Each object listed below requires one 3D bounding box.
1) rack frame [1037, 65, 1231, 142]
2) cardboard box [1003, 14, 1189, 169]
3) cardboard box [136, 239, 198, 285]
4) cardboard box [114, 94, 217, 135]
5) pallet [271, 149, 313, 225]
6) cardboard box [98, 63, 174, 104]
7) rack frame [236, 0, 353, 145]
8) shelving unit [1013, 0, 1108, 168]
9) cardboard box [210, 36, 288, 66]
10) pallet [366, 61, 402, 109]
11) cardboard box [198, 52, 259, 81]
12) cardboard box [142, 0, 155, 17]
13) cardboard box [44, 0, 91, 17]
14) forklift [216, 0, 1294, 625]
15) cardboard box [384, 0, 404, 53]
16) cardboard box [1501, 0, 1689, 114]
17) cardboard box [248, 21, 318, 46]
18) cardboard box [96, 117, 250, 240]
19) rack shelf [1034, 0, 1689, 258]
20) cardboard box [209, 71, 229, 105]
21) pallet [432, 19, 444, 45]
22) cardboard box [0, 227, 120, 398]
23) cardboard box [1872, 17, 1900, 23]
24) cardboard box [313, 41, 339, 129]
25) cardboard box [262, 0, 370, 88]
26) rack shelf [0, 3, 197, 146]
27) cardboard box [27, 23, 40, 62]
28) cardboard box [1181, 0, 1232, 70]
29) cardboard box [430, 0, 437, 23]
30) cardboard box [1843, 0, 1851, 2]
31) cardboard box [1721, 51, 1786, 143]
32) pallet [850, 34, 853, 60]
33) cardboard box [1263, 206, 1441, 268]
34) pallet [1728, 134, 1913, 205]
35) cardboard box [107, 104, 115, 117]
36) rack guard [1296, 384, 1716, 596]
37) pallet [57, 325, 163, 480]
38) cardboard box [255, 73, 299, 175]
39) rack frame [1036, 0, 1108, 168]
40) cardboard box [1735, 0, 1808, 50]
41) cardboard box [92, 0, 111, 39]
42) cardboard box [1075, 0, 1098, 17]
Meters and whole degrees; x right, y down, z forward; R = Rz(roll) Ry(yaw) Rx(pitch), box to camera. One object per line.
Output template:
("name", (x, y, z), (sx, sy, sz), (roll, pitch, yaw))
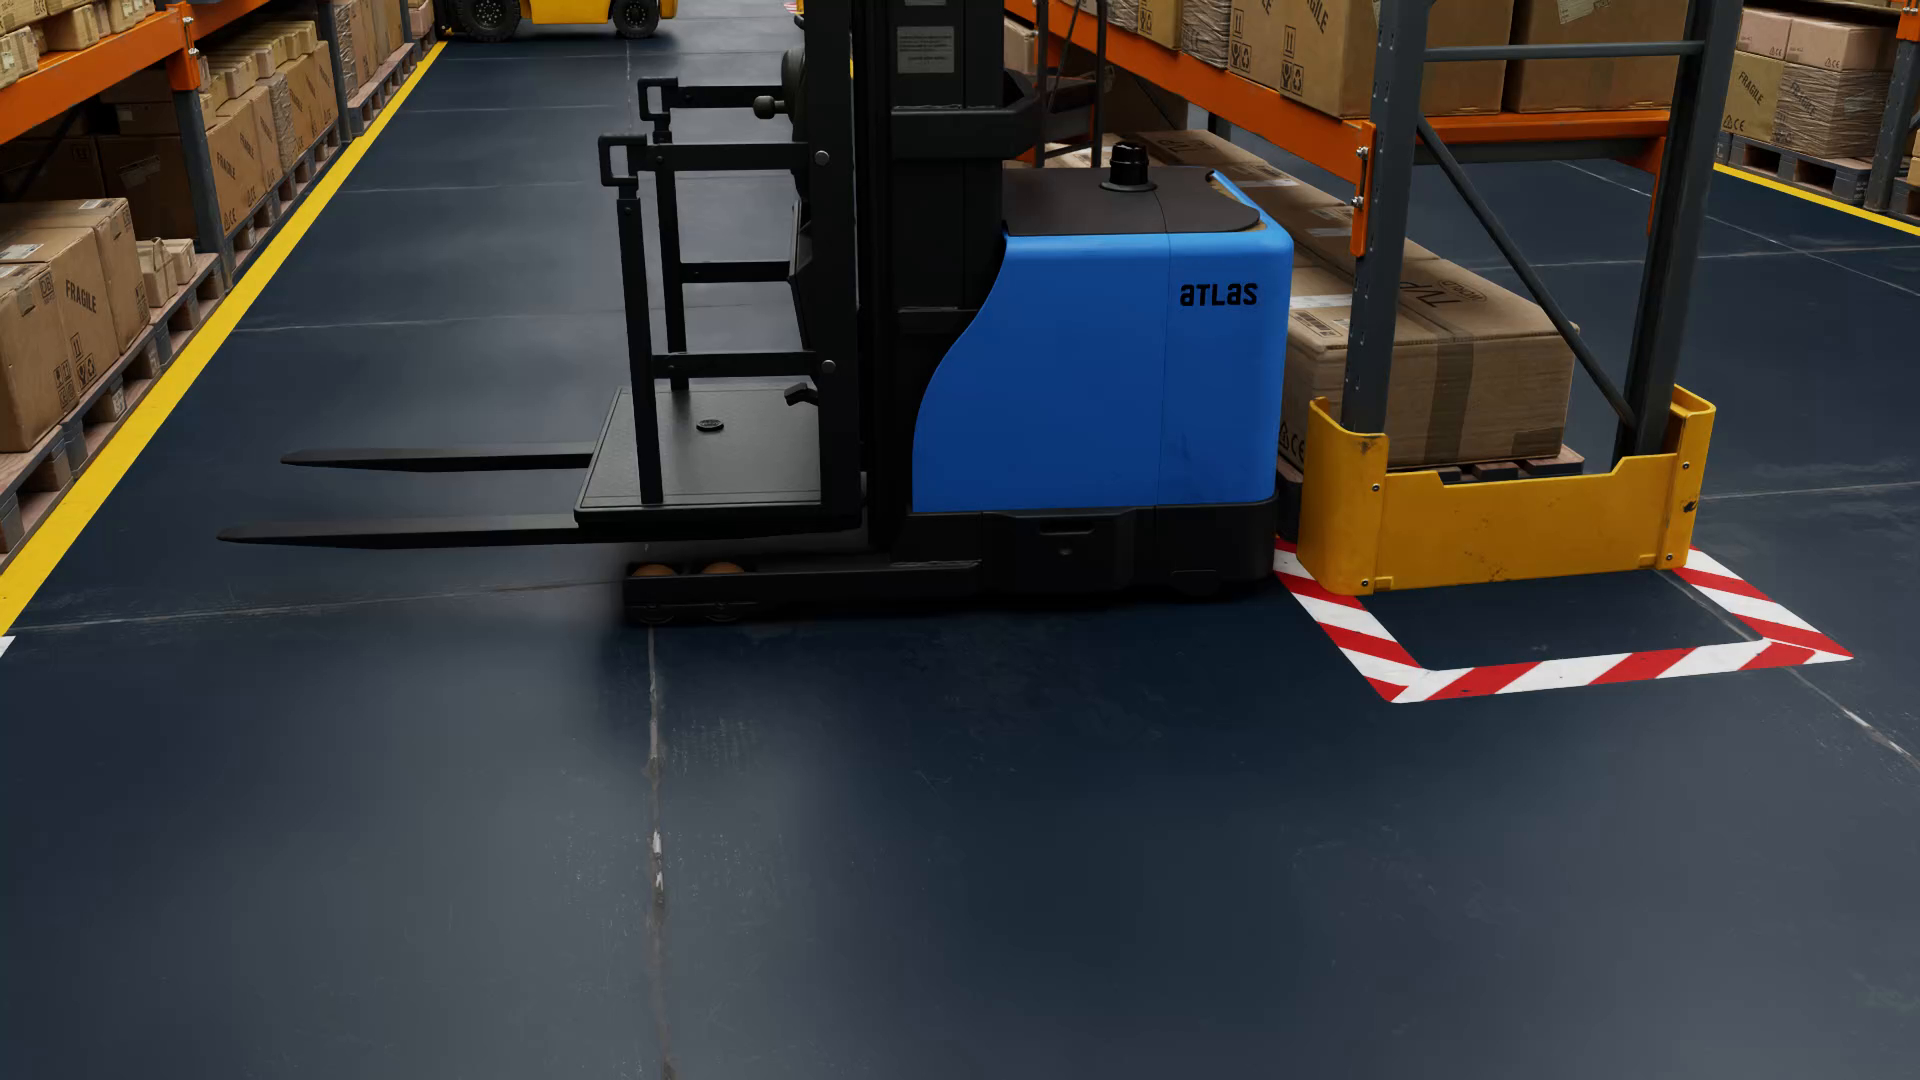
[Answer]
("rack frame", (0.888, -2.899, 8.141), (1.000, 3.000, 0.127), (-4, 24, -10))
("cardboard box", (0.694, -2.356, 9.027), (0.875, 0.875, 0.875), (-4, 24, -8))
("cardboard box", (-3.598, -1.219, 7.331), (0.380, 0.149, 0.250), (-5, 24, -11))
("cardboard box", (-3.795, -2.035, 7.951), (0.380, 0.149, 0.250), (-3, 24, -7))
("pallet", (-4.406, -2.051, 9.681), (1.003, 0.211, 1.213), (-4, 24, -10))
("cardboard box", (-3.854, -2.167, 7.881), (0.380, 0.149, 0.250), (-5, 24, -11))
("rack frame", (-4.729, -4.104, 10.899), (1.000, 3.000, 0.127), (-4, 24, -10))
("shelving unit", (0.174, -1.377, 5.774), (0.503, 2.100, 0.431), (16, 28, 32))
("cardboard box", (-4.299, -2.953, 10.052), (0.380, 0.149, 0.250), (-4, 24, -8))
("pallet", (-5.065, -3.632, 13.301), (1.003, 0.211, 1.213), (-4, 24, -10))
("cardboard box", (-4.176, -2.648, 9.354), (0.380, 0.149, 0.250), (-4, 24, -10))
("cardboard box", (-3.683, -2.309, 7.102), (0.380, 0.149, 0.250), (-4, 24, -9))
("cardboard box", (-3.469, -2.023, 5.949), (0.500, 0.250, 0.500), (-4, 24, -10))
("forklift", (-0.623, -1.324, 4.620), (3.031, 2.935, 1.130), (-2, 24, -4))
("cardboard box", (-5.362, -4.577, 14.424), (0.875, 0.625, 0.625), (-3, 24, -7))
("cardboard box", (1.821, -1.582, 4.999), (0.500, 0.500, 0.500), (-4, 24, -10))
("cardboard box", (-4.389, -3.273, 10.783), (0.380, 0.149, 0.250), (-5, 24, -12))
("cardboard box", (-3.858, -1.784, 8.186), (0.500, 0.500, 0.500), (-3, 24, -7))
("rack shelf", (1.258, -1.783, 6.483), (1.077, 0.370, 4.000), (-4, 24, -10))
("cardboard box", (-4.044, -2.346, 8.661), (0.380, 0.149, 0.250), (-5, 24, -11))
("pallet", (-5.804, -5.196, 16.883), (1.003, 0.211, 1.213), (-4, 24, -10))
("cardboard box", (-3.389, -0.806, 5.946), (0.500, 0.500, 0.500), (-4, 24, -9))
("cardboard box", (5.857, -3.006, 10.047), (0.500, 0.250, 0.500), (-5, 24, -12))
("cardboard box", (-4.440, -3.000, 10.970), (0.500, 0.500, 0.500), (-4, 24, -8))
("cardboard box", (-4.960, -3.711, 12.441), (0.875, 0.625, 0.625), (-4, 24, -8))
("rack shelf", (-3.620, -1.414, 5.639), (1.077, 0.370, 4.000), (-4, 24, -10))
("cardboard box", (-3.415, -1.700, 5.709), (0.380, 0.149, 0.250), (-4, 24, -10))
("cardboard box", (1.095, -1.942, 5.824), (0.500, 0.500, 0.500), (-4, 24, -8))
("cardboard box", (-5.452, -5.224, 16.374), (0.500, 0.250, 0.500), (-4, 24, -9))
("cardboard box", (9.240, -5.592, 16.880), (0.700, 0.500, 0.500), (-6, 24, -14))
("cardboard box", (5.255, -2.827, 10.573), (0.500, 0.500, 0.500), (-5, 24, -11))
("pallet", (-0.446, -4.462, 15.203), (1.003, 0.211, 1.213), (-4, 24, -10))
("cardboard box", (1.230, -0.956, 6.367), (0.875, 0.438, 0.875), (-4, 24, -8))
("pallet", (5.588, -2.334, 10.330), (1.003, 0.211, 1.213), (-4, 24, -10))
("cardboard box", (-4.448, -2.196, 8.319), (0.380, 0.149, 0.250), (-4, 24, -9))
("rack guard", (1.632, -0.171, 5.017), (1.175, 0.500, 0.348), (-4, 24, -10))
("pallet", (-3.635, -0.501, 6.135), (1.003, 0.211, 1.213), (-4, 24, -10))
("cardboard box", (-4.144, -2.394, 9.582), (0.500, 0.500, 0.500), (-5, 24, -12))
("rack frame", (0.371, -1.320, 5.643), (0.015, 2.100, 0.400), (16, 28, 32))
("cardboard box", (5.154, -3.380, 10.903), (0.500, 0.250, 0.500), (-5, 24, -12))
("cardboard box", (-3.519, -2.002, 6.400), (0.380, 0.149, 0.250), (-4, 24, -8))
("cardboard box", (0.806, -2.543, 7.200), (0.500, 0.500, 0.500), (-4, 24, -9))
